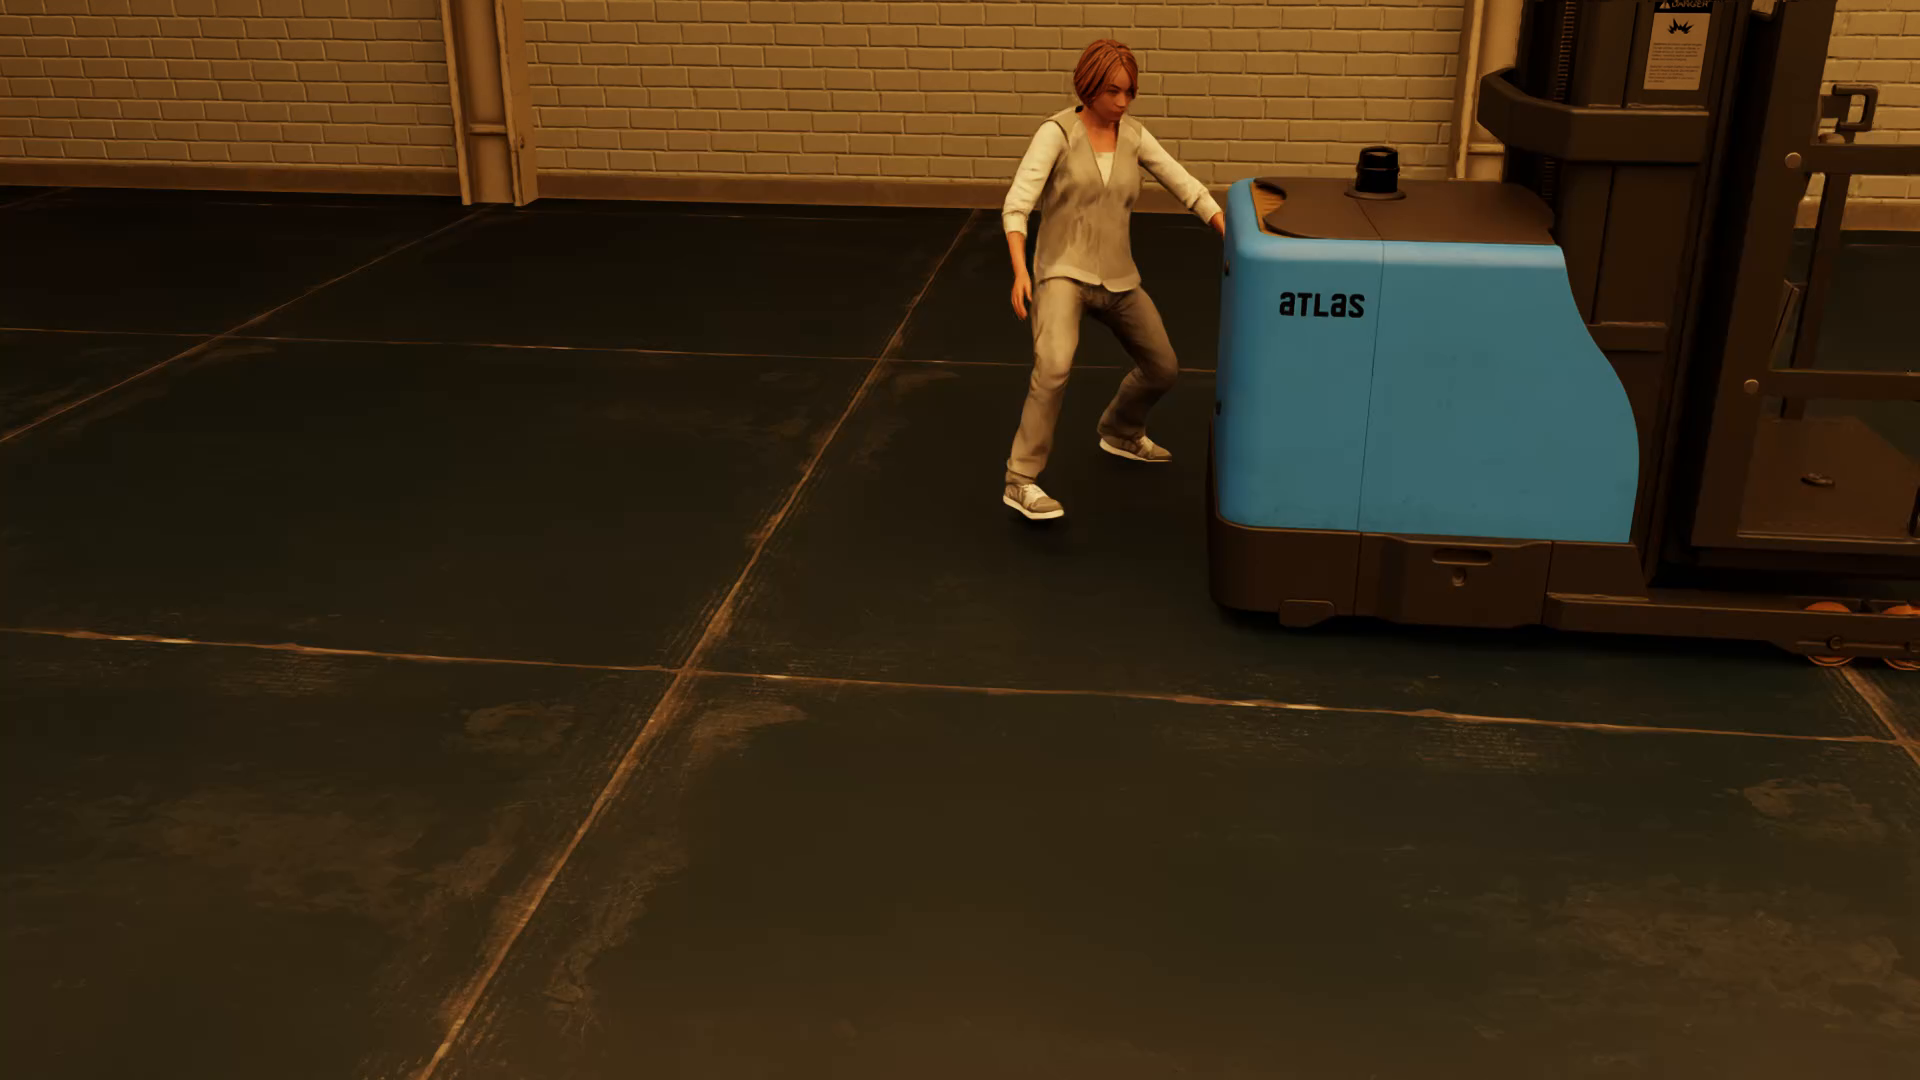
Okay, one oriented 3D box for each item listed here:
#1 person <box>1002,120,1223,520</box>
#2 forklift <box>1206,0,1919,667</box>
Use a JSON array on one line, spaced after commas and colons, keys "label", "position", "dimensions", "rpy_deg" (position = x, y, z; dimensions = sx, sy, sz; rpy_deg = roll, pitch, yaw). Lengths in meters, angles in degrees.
[{"label": "person", "position": [0.460, -0.719, 5.357], "dimensions": [0.792, 1.245, 0.730], "rpy_deg": [-8, 23, -19]}, {"label": "forklift", "position": [2.249, -1.230, 4.308], "dimensions": [3.031, 2.935, 1.130], "rpy_deg": [3, 22, 6]}]
